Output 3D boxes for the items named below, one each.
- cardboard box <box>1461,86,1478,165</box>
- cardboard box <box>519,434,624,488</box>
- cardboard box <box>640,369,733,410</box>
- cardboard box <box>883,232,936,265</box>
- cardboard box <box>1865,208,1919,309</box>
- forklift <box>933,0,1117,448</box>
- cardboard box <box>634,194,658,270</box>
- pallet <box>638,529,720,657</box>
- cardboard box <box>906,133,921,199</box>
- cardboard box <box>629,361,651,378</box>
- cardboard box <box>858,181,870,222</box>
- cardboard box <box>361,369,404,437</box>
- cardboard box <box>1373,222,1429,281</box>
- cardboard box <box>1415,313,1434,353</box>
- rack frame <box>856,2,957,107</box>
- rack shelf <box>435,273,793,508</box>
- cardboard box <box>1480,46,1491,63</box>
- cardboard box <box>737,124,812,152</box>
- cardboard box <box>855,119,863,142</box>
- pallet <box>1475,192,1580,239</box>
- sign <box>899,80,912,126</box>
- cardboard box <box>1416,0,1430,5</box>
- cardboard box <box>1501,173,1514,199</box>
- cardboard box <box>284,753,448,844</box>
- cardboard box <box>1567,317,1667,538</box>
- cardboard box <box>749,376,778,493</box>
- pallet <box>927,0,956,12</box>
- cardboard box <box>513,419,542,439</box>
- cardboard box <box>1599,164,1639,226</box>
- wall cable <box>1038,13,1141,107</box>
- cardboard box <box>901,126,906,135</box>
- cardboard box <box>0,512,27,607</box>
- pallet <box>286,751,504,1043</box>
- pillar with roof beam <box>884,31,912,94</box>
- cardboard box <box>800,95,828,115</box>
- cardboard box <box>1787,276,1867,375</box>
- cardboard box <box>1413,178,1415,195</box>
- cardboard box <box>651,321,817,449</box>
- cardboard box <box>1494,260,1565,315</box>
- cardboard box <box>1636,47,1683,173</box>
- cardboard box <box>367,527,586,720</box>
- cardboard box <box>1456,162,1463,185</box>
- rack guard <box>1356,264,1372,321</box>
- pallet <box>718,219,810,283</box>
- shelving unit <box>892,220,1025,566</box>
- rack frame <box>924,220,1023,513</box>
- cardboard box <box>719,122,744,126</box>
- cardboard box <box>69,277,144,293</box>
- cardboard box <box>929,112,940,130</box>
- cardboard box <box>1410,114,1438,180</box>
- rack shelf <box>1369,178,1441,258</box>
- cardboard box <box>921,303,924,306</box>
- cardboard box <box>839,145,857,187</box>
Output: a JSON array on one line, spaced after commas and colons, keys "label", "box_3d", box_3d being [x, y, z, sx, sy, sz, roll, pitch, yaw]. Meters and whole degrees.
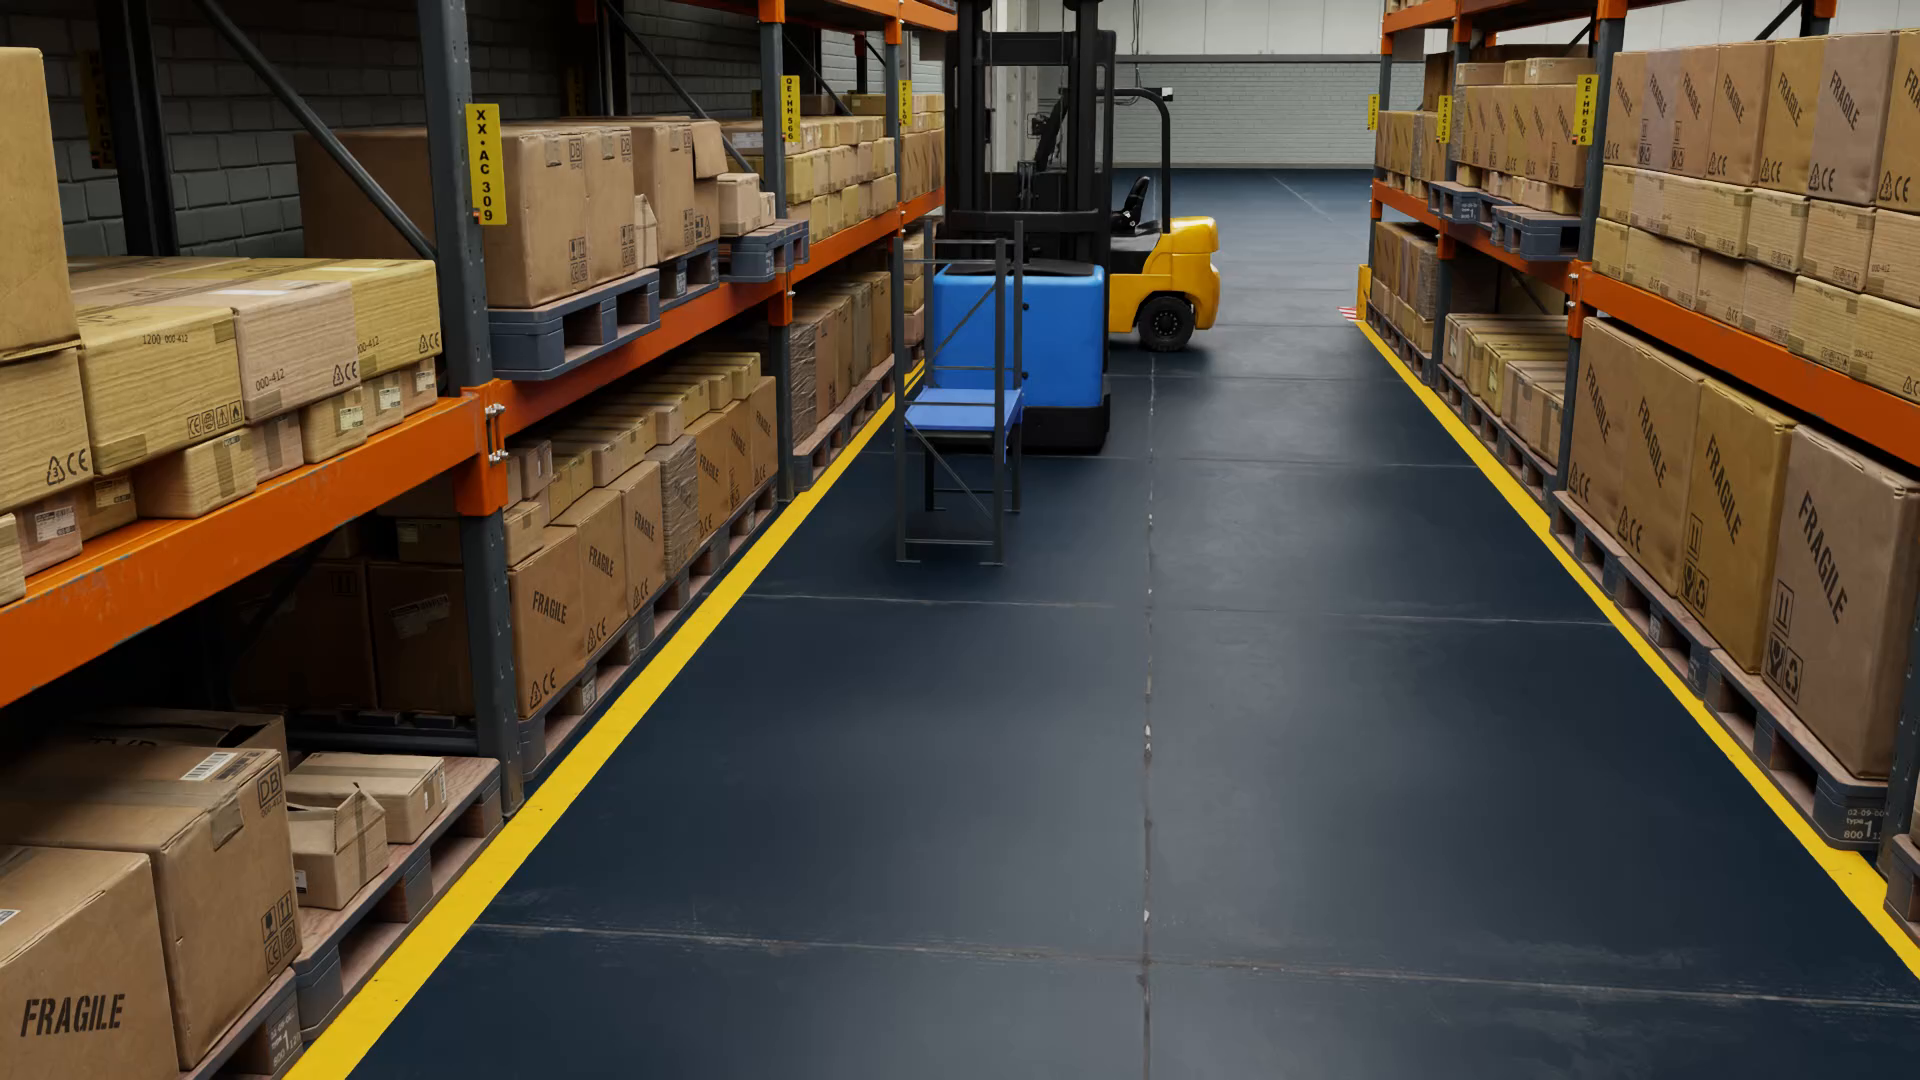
[{"label": "cardboard box", "box_3d": [3.592, -2.712, 10.878, 0.500, 0.500, 0.500, 2, 15, 6]}, {"label": "cardboard box", "box_3d": [-1.490, -0.301, 6.271, 0.380, 0.149, 0.250, 2, 15, 6]}, {"label": "cardboard box", "box_3d": [-1.275, -0.703, 7.757, 0.380, 0.149, 0.250, 1, 15, 4]}, {"label": "cardboard box", "box_3d": [-0.468, -2.441, 13.992, 0.500, 0.250, 0.500, 2, 15, 8]}, {"label": "cardboard box", "box_3d": [2.891, -0.776, 4.614, 0.500, 0.250, 0.500, 2, 15, 6]}, {"label": "forklift", "box_3d": [0.469, -2.304, 11.068, 1.130, 2.935, 3.031, 1, 15, 5]}, {"label": "cardboard box", "box_3d": [-1.311, -1.117, 6.001, 0.396, 0.266, 0.258, 2, 15, 9]}, {"label": "pallet", "box_3d": [-1.660, 0.186, 7.069, 1.003, 0.211, 1.213, 2, 15, 6]}, {"label": "cardboard box", "box_3d": [-0.595, -2.997, 13.306, 0.500, 0.500, 0.500, 2, 15, 7]}, {"label": "cardboard box", "box_3d": [-1.766, -0.851, 8.304, 0.380, 0.149, 0.250, 2, 15, 9]}, {"label": "cardboard box", "box_3d": [-0.881, -2.236, 10.973, 0.500, 0.250, 0.500, 2, 15, 7]}, {"label": "cardboard box", "box_3d": [-1.642, -0.351, 4.195, 0.380, 0.149, 0.250, 2, 15, 8]}, {"label": "cardboard box", "box_3d": [4.069, -2.628, 15.160, 0.500, 0.500, 0.500, 1, 15, 4]}, {"label": "cardboard box", "box_3d": [3.786, -1.597, 12.784, 0.500, 0.250, 0.500, 2, 15, 9]}, {"label": "rack frame", "box_3d": [-0.495, -3.743, 16.257, 1.000, 3.000, 0.127, 2, 15, 6]}, {"label": "rack shelf", "box_3d": [-1.623, -0.802, 6.760, 1.077, 0.370, 4.000, 2, 15, 6]}, {"label": "cardboard box", "box_3d": [4.330, -3.474, 12.587, 0.700, 0.500, 0.500, 2, 15, 7]}, {"label": "cardboard box", "box_3d": [-1.037, -2.240, 9.265, 0.380, 0.149, 0.250, 2, 15, 8]}, {"label": "cardboard box", "box_3d": [-0.845, -2.704, 10.981, 0.380, 0.149, 0.250, 1, 15, 5]}, {"label": "pallet", "box_3d": [3.717, -1.945, 9.975, 1.003, 0.211, 1.213, 2, 15, 6]}, {"label": "sign", "box_3d": [-0.406, -3.213, 12.230, 0.100, 0.325, 0.005, 2, 15, 6]}, {"label": "cardboard box", "box_3d": [3.946, -4.443, 13.582, 0.380, 0.149, 0.250, 1, 15, 5]}, {"label": "cardboard box", "box_3d": [3.434, -2.100, 9.860, 0.380, 0.149, 0.250, 1, 15, 4]}, {"label": "cardboard box", "box_3d": [-1.620, 0.696, 4.498, 0.380, 0.149, 0.250, 1, 15, 5]}, {"label": "cardboard box", "box_3d": [3.374, -0.523, 7.616, 0.875, 0.875, 0.875, 2, 15, 6]}, {"label": "cardboard box", "box_3d": [-1.232, -0.548, 8.426, 0.500, 0.500, 0.500, 2, 15, 8]}, {"label": "pallet", "box_3d": [-0.601, -4.966, 15.202, 1.003, 0.211, 1.213, 2, 15, 6]}, {"label": "cardboard box", "box_3d": [-1.932, -0.445, 6.804, 0.380, 0.149, 0.250, 1, 15, 4]}, {"label": "cardboard box", "box_3d": [3.232, -1.568, 7.542, 0.500, 0.250, 0.500, 2, 15, 6]}, {"label": "wall cable", "box_3d": [3.562, -13.492, 46.767, 3.097, 2.526, 0.112, 2, 15, 6]}, {"label": "cardboard box", "box_3d": [-0.621, -3.209, 12.849, 0.380, 0.149, 0.250, 2, 15, 8]}, {"label": "cardboard box", "box_3d": [-1.787, 0.049, 2.714, 0.380, 0.149, 0.250, 2, 15, 8]}, {"label": "pallet", "box_3d": [-1.928, 0.894, 4.453, 1.003, 0.211, 1.213, 2, 15, 6]}, {"label": "pillar with roof beam", "box_3d": [3.485, -7.914, 20.191, 9.100, 9.000, 0.400, 2, 15, 6]}, {"label": "cardboard box", "box_3d": [-1.211, -3.302, 12.623, 0.380, 0.149, 0.250, 2, 15, 6]}, {"label": "cardboard box", "box_3d": [2.942, -0.669, 5.176, 0.500, 0.250, 0.500, 1, 15, 5]}, {"label": "cardboard box", "box_3d": [3.889, -2.860, 13.475, 0.380, 0.149, 0.250, 1, 15, 5]}, {"label": "cardboard box", "box_3d": [-1.314, -0.886, 9.436, 0.875, 0.625, 0.625, 2, 15, 8]}, {"label": "cardboard box", "box_3d": [4.321, -1.943, 12.626, 0.500, 0.500, 0.500, 2, 15, 9]}, {"label": "cardboard box", "box_3d": [3.190, -1.804, 6.980, 0.500, 0.500, 0.500, 2, 15, 6]}, {"label": "cardboard box", "box_3d": [-1.571, 0.255, 5.458, 0.500, 0.500, 0.500, 2, 15, 9]}, {"label": "cardboard box", "box_3d": [3.610, -2.508, 11.366, 0.380, 0.149, 0.250, 2, 15, 7]}, {"label": "rack guard", "box_3d": [4.429, -2.371, 15.974, 1.175, 0.500, 0.348, 2, 15, 6]}, {"label": "pallet", "box_3d": [-1.404, -1.397, 7.951, 1.213, 0.211, 1.003, 2, 15, 6]}, {"label": "shelving unit", "box_3d": [0.010, -0.746, 8.048, 0.538, 1.500, 1.048, 2, 15, 6]}, {"label": "rack frame", "box_3d": [0.067, -0.878, 8.536, 0.500, 1.500, 0.032, 2, 15, 6]}, {"label": "cardboard box", "box_3d": [-1.489, -2.387, 9.810, 0.380, 0.149, 0.250, 2, 15, 6]}, {"label": "cardboard box", "box_3d": [-2.223, -0.451, 3.801, 0.500, 0.250, 0.500, 2, 15, 6]}, {"label": "cardboard box", "box_3d": [-0.376, -3.673, 14.563, 0.380, 0.149, 0.250, 2, 15, 7]}, {"label": "cardboard box", "box_3d": [3.894, -3.143, 13.278, 0.500, 0.500, 0.500, 2, 15, 8]}, {"label": "rack shelf", "box_3d": [4.212, -2.732, 13.896, 1.077, 0.370, 4.000, 2, 15, 6]}, {"label": "cardboard box", "box_3d": [-0.521, -1.829, 13.641, 0.500, 0.250, 0.500, 1, 15, 5]}, {"label": "cardboard box", "box_3d": [-0.938, -2.343, 10.410, 0.500, 0.250, 0.500, 2, 15, 7]}]
